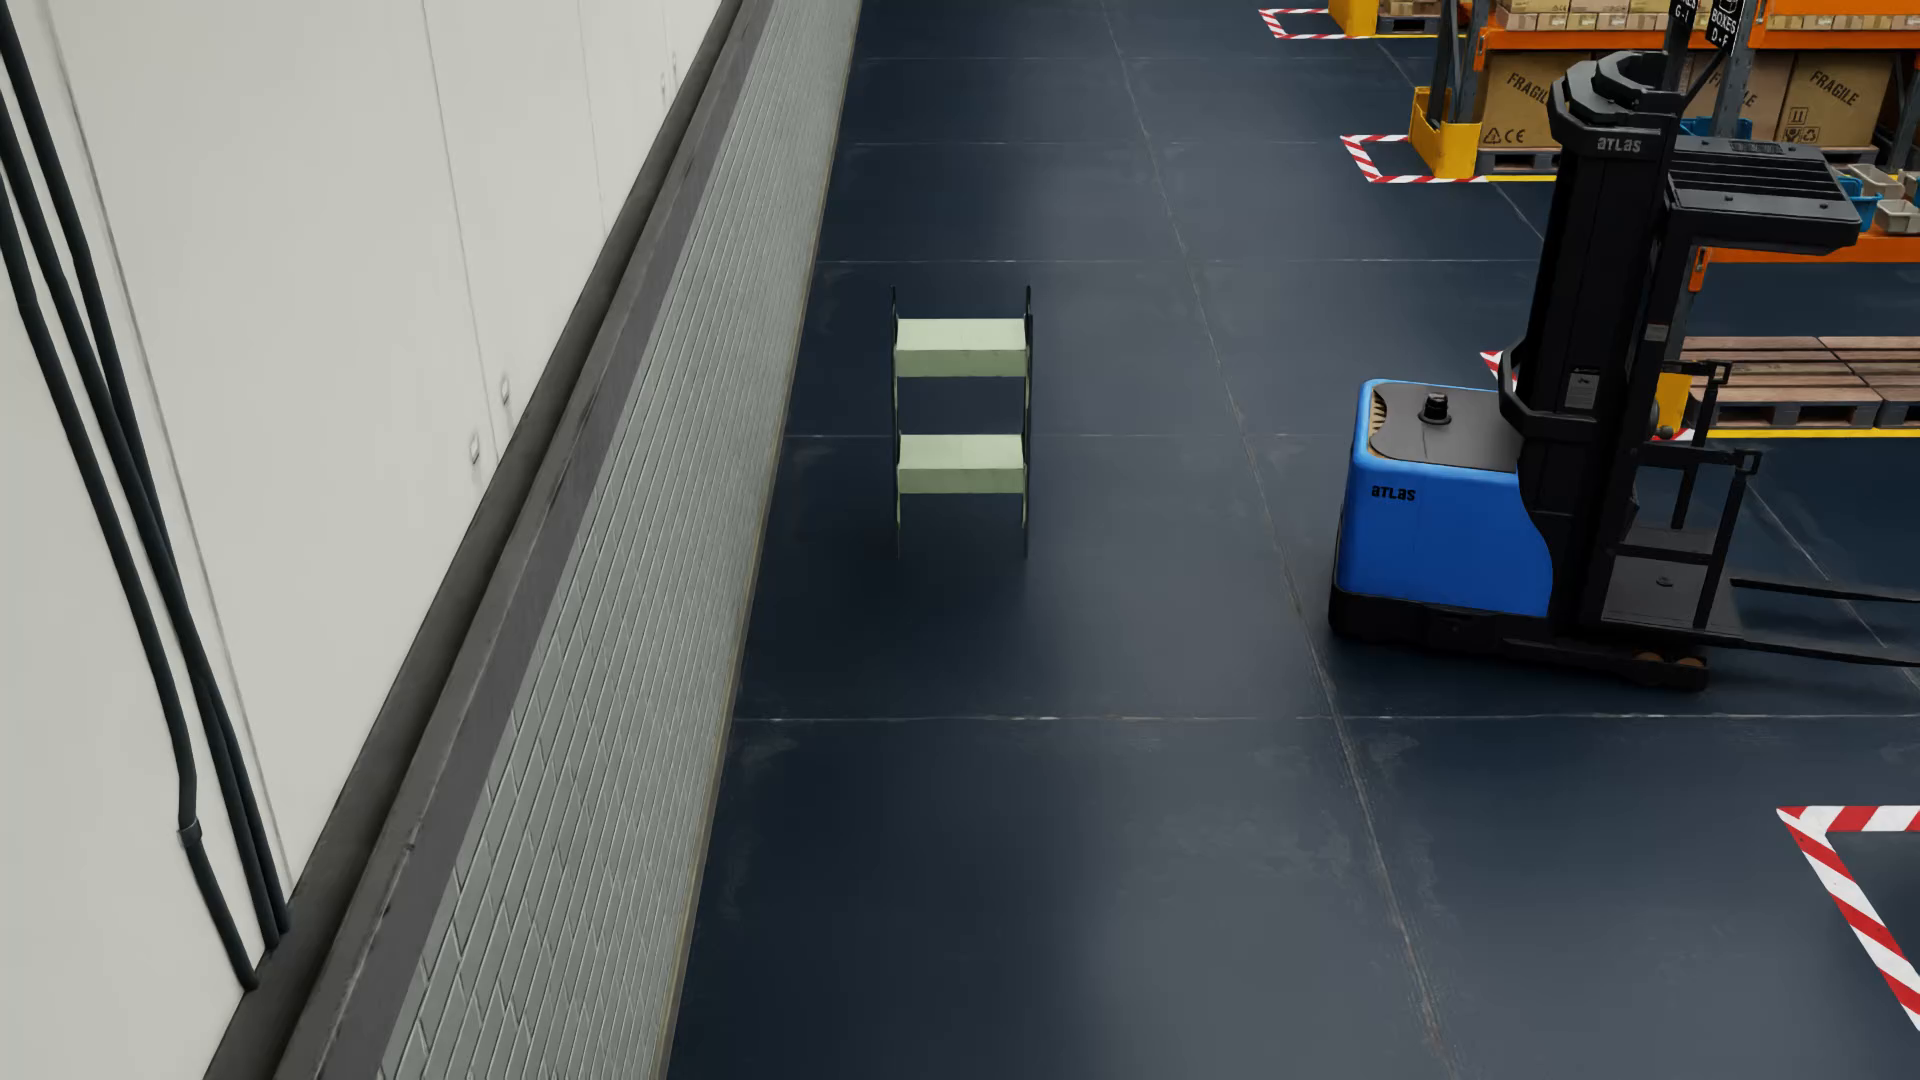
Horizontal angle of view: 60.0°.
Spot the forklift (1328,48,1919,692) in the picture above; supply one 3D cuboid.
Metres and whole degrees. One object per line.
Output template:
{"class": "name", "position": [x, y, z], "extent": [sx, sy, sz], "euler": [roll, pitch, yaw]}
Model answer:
{"class": "forklift", "position": [3.522, -0.795, 8.124], "extent": [3.031, 2.935, 1.130], "euler": [7, 32, 12]}

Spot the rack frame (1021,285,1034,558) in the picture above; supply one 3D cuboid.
{"class": "rack frame", "position": [0.373, -0.642, 9.252], "extent": [0.023, 1.500, 0.400], "euler": [0, 31, 0]}

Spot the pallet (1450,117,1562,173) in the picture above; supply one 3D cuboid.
{"class": "pallet", "position": [5.295, -3.697, 15.529], "extent": [1.213, 0.211, 1.003], "euler": [0, 31, 0]}

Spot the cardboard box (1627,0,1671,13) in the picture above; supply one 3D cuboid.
{"class": "cardboard box", "position": [6.000, -4.775, 14.476], "extent": [0.500, 0.250, 0.500], "euler": [-1, 31, -2]}

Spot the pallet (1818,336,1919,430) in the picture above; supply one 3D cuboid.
{"class": "pallet", "position": [6.568, -1.069, 11.198], "extent": [1.213, 0.211, 1.003], "euler": [0, 31, 0]}

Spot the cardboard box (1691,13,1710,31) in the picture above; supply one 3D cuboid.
{"class": "cardboard box", "position": [6.391, -4.574, 14.529], "extent": [0.250, 0.149, 0.380], "euler": [-1, 31, -2]}

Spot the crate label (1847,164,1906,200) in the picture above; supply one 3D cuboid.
{"class": "crate label", "position": [5.909, -2.293, 10.723], "extent": [0.243, 0.136, 0.396], "euler": [0, 31, 0]}

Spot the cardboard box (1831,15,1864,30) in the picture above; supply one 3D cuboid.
{"class": "cardboard box", "position": [7.679, -4.579, 14.536], "extent": [0.250, 0.149, 0.380], "euler": [-1, 31, -1]}

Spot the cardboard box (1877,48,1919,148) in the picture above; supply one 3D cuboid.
{"class": "cardboard box", "position": [9.136, -4.142, 15.218], "extent": [0.875, 0.875, 1.225], "euler": [0, 31, 0]}

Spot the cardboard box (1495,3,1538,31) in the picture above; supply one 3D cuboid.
{"class": "cardboard box", "position": [4.853, -4.569, 14.519], "extent": [0.250, 0.149, 0.380], "euler": [0, 31, 0]}

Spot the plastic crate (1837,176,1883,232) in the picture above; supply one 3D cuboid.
{"class": "plastic crate", "position": [5.433, -2.063, 10.251], "extent": [0.300, 0.233, 0.416], "euler": [0, 31, 0]}

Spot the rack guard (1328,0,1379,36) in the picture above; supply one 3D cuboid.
{"class": "rack guard", "position": [4.643, -6.351, 19.624], "extent": [0.348, 0.500, 1.175], "euler": [0, 31, 0]}

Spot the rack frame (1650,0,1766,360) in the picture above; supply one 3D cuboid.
{"class": "rack frame", "position": [4.526, -2.277, 10.500], "extent": [0.127, 3.000, 1.000], "euler": [0, 31, 0]}

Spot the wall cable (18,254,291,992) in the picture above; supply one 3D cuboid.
{"class": "wall cable", "position": [-1.072, 1.457, 1.556], "extent": [0.112, 2.526, 3.097], "euler": [0, 31, 0]}

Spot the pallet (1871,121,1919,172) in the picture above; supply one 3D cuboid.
{"class": "pallet", "position": [9.267, -3.708, 15.547], "extent": [1.213, 0.211, 1.003], "euler": [0, 31, 0]}

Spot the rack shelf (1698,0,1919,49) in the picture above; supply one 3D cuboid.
{"class": "rack shelf", "position": [6.526, -3.258, 9.919], "extent": [4.000, 0.370, 1.077], "euler": [0, 31, 0]}

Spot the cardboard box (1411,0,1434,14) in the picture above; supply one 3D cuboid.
{"class": "cardboard box", "position": [5.354, -6.259, 19.406], "extent": [0.250, 0.149, 0.380], "euler": [0, 31, 0]}

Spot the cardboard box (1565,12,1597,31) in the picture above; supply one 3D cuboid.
{"class": "cardboard box", "position": [5.366, -4.571, 14.524], "extent": [0.250, 0.149, 0.380], "euler": [-1, 31, -1]}

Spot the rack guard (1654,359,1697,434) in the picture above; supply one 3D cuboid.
{"class": "rack guard", "position": [4.502, -1.201, 11.137], "extent": [0.348, 0.500, 1.175], "euler": [0, 31, 0]}

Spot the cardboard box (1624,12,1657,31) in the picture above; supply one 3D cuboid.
{"class": "cardboard box", "position": [5.881, -4.573, 14.526], "extent": [0.250, 0.149, 0.380], "euler": [-1, 31, -1]}

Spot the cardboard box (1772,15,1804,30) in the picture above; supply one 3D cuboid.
{"class": "cardboard box", "position": [7.164, -4.577, 14.533], "extent": [0.250, 0.149, 0.380], "euler": [0, 31, 1]}

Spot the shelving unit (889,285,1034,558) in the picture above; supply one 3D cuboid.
{"class": "shelving unit", "position": [0.007, -0.641, 9.250], "extent": [0.755, 1.500, 0.431], "euler": [0, 31, 0]}

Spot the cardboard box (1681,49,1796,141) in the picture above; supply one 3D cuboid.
{"class": "cardboard box", "position": [6.935, -4.166, 15.258], "extent": [0.875, 0.875, 0.875], "euler": [0, 31, 0]}

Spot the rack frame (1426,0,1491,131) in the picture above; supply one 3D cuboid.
{"class": "rack frame", "position": [4.496, -4.846, 14.735], "extent": [0.127, 3.000, 1.000], "euler": [0, 31, 0]}

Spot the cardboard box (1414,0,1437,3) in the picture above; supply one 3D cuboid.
{"class": "cardboard box", "position": [5.367, -6.347, 19.265], "extent": [0.250, 0.149, 0.380], "euler": [0, 31, -1]}

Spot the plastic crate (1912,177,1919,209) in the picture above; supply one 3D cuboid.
{"class": "plastic crate", "position": [6.091, -2.065, 10.255], "extent": [0.300, 0.233, 0.416], "euler": [0, 31, 0]}

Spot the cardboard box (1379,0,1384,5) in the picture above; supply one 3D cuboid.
{"class": "cardboard box", "position": [5.092, -6.490, 19.787], "extent": [0.250, 0.149, 0.380], "euler": [0, 31, 1]}

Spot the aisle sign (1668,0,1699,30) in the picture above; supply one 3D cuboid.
{"class": "aisle sign", "position": [4.452, -3.540, 10.076], "extent": [0.004, 0.787, 0.394], "euler": [0, 31, 0]}

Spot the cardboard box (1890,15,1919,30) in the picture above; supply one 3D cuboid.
{"class": "cardboard box", "position": [8.193, -4.580, 14.539], "extent": [0.250, 0.149, 0.380], "euler": [0, 31, 0]}

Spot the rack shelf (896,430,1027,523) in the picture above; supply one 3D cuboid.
{"class": "rack shelf", "position": [0.007, -0.363, 9.419], "extent": [0.720, 0.370, 0.431], "euler": [0, 31, 0]}

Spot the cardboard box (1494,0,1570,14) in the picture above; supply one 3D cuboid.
{"class": "cardboard box", "position": [4.978, -4.771, 14.468], "extent": [0.500, 0.250, 0.500], "euler": [-1, 31, -2]}

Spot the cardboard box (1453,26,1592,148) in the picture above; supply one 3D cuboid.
{"class": "cardboard box", "position": [5.136, -4.161, 15.248], "extent": [0.875, 0.875, 0.875], "euler": [0, 31, 0]}

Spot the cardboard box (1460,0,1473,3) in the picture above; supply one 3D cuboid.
{"class": "cardboard box", "position": [5.868, -6.338, 19.251], "extent": [0.250, 0.149, 0.380], "euler": [1, 31, 1]}
